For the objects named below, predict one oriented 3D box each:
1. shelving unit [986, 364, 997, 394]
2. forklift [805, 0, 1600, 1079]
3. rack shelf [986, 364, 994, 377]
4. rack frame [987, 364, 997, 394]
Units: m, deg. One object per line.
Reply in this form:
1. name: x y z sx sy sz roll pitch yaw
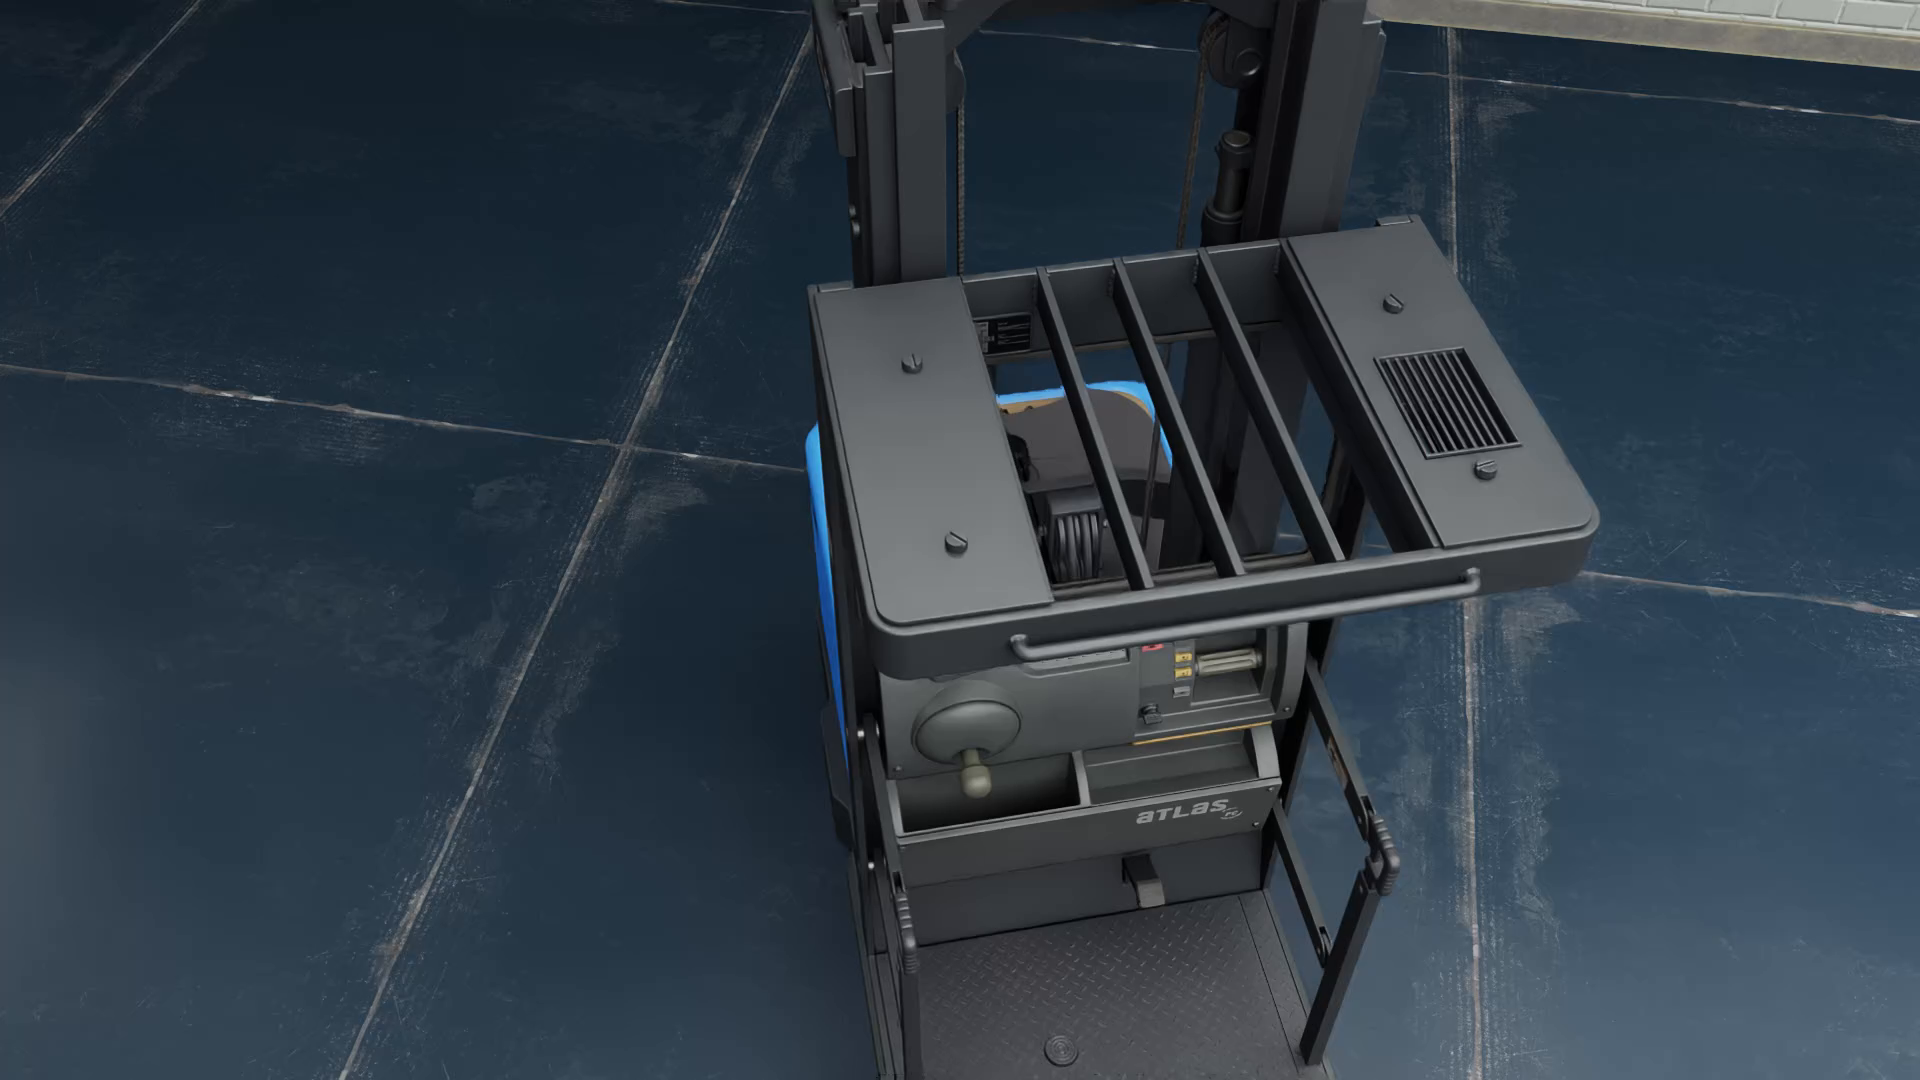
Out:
1. shelving unit: -0.008 -0.302 5.416 0.210 0.900 0.258 8 49 7
2. forklift: 0.330 0.410 3.411 1.130 2.935 3.031 -8 49 -7
3. rack shelf: -0.008 -0.460 5.240 0.200 0.077 0.258 8 49 7
4. rack frame: 0.092 -0.288 5.404 0.006 0.900 0.240 8 49 7
